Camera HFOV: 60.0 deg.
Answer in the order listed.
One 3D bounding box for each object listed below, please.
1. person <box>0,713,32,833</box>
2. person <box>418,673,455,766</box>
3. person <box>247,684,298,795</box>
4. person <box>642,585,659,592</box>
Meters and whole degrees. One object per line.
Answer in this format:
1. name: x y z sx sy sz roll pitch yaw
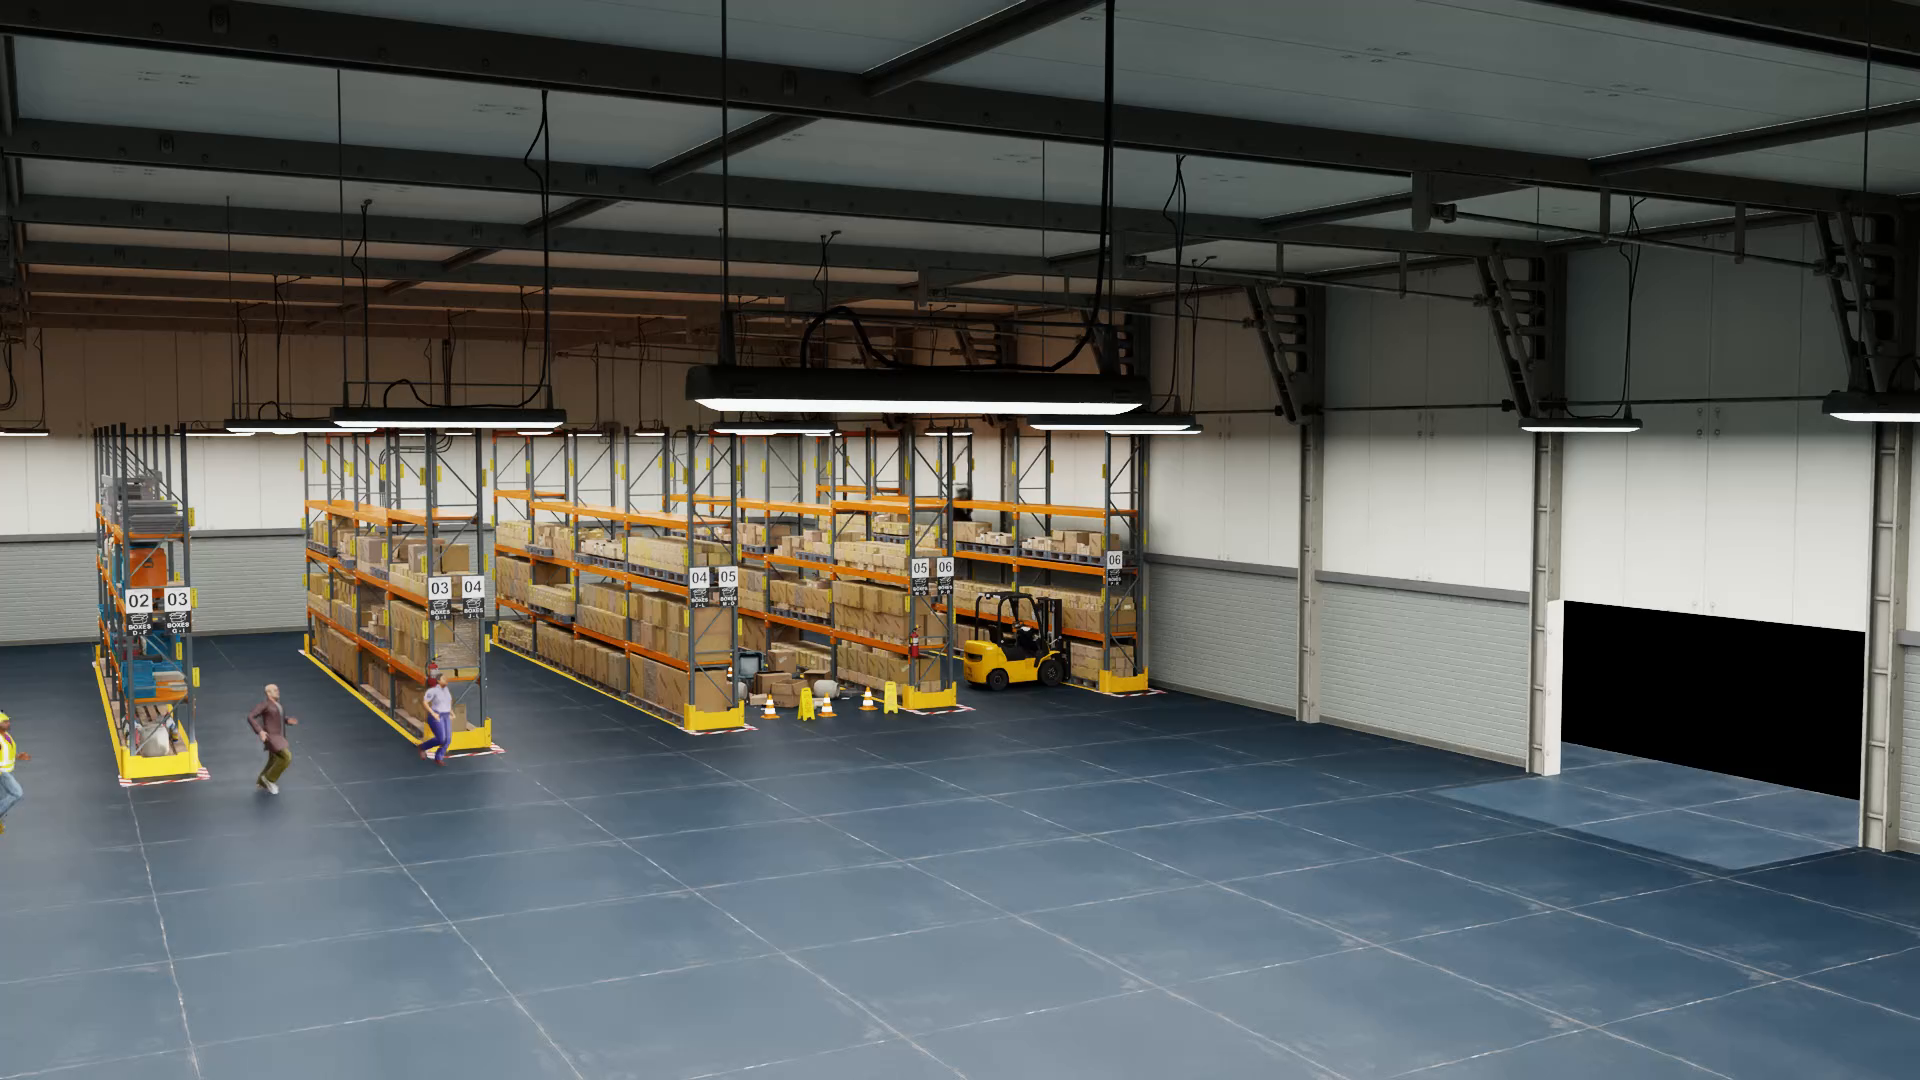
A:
1. person: -13.903 3.381 24.191 0.653 1.739 0.675 -1 4 -12
2. person: -9.216 3.168 29.384 0.547 1.626 0.616 1 4 22
3. person: -11.044 3.210 26.839 0.716 1.768 0.678 0 3 1
4. person: -9.493 1.796 50.434 0.624 1.742 0.714 -3 4 -36
